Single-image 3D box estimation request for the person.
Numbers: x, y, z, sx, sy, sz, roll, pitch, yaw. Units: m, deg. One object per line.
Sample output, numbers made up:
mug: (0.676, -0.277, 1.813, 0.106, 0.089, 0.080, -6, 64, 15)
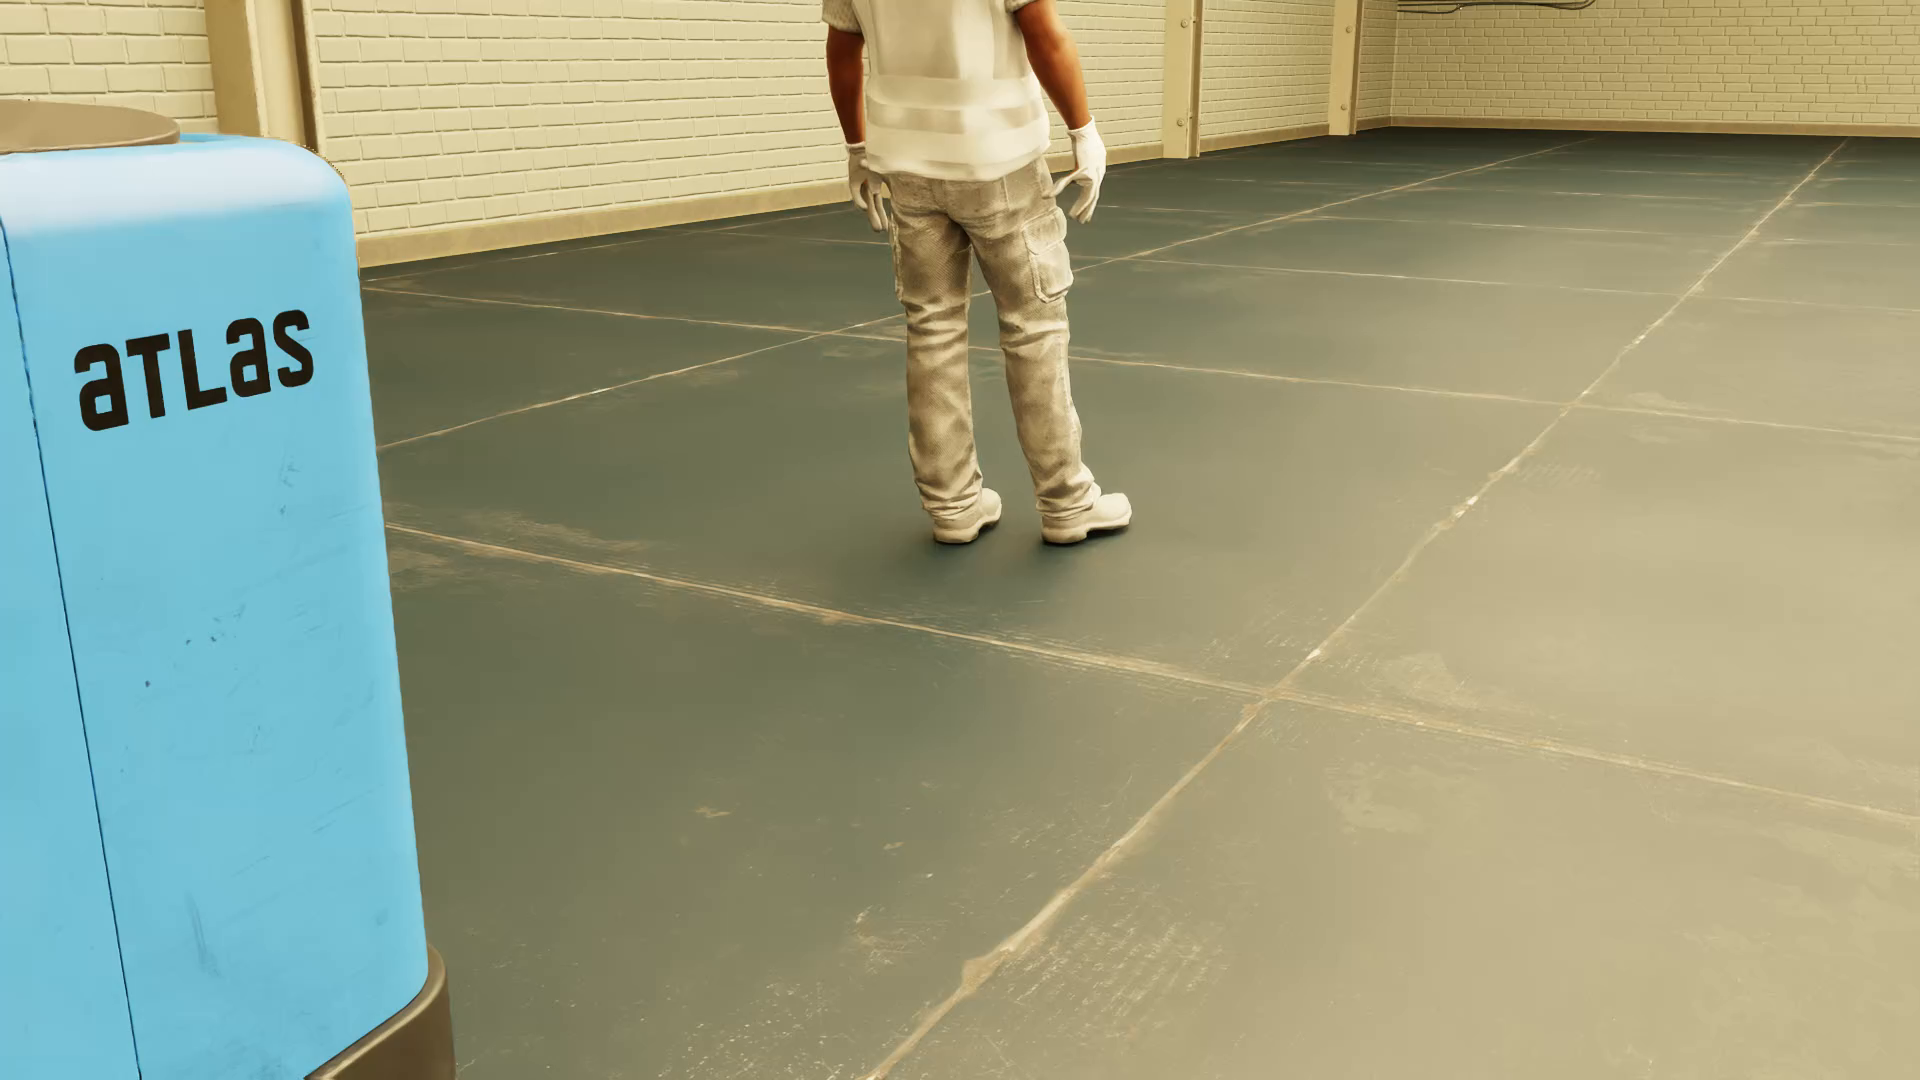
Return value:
person: (0.043, -0.879, 3.843, 0.657, 1.785, 0.575, 9, 19, 28)
